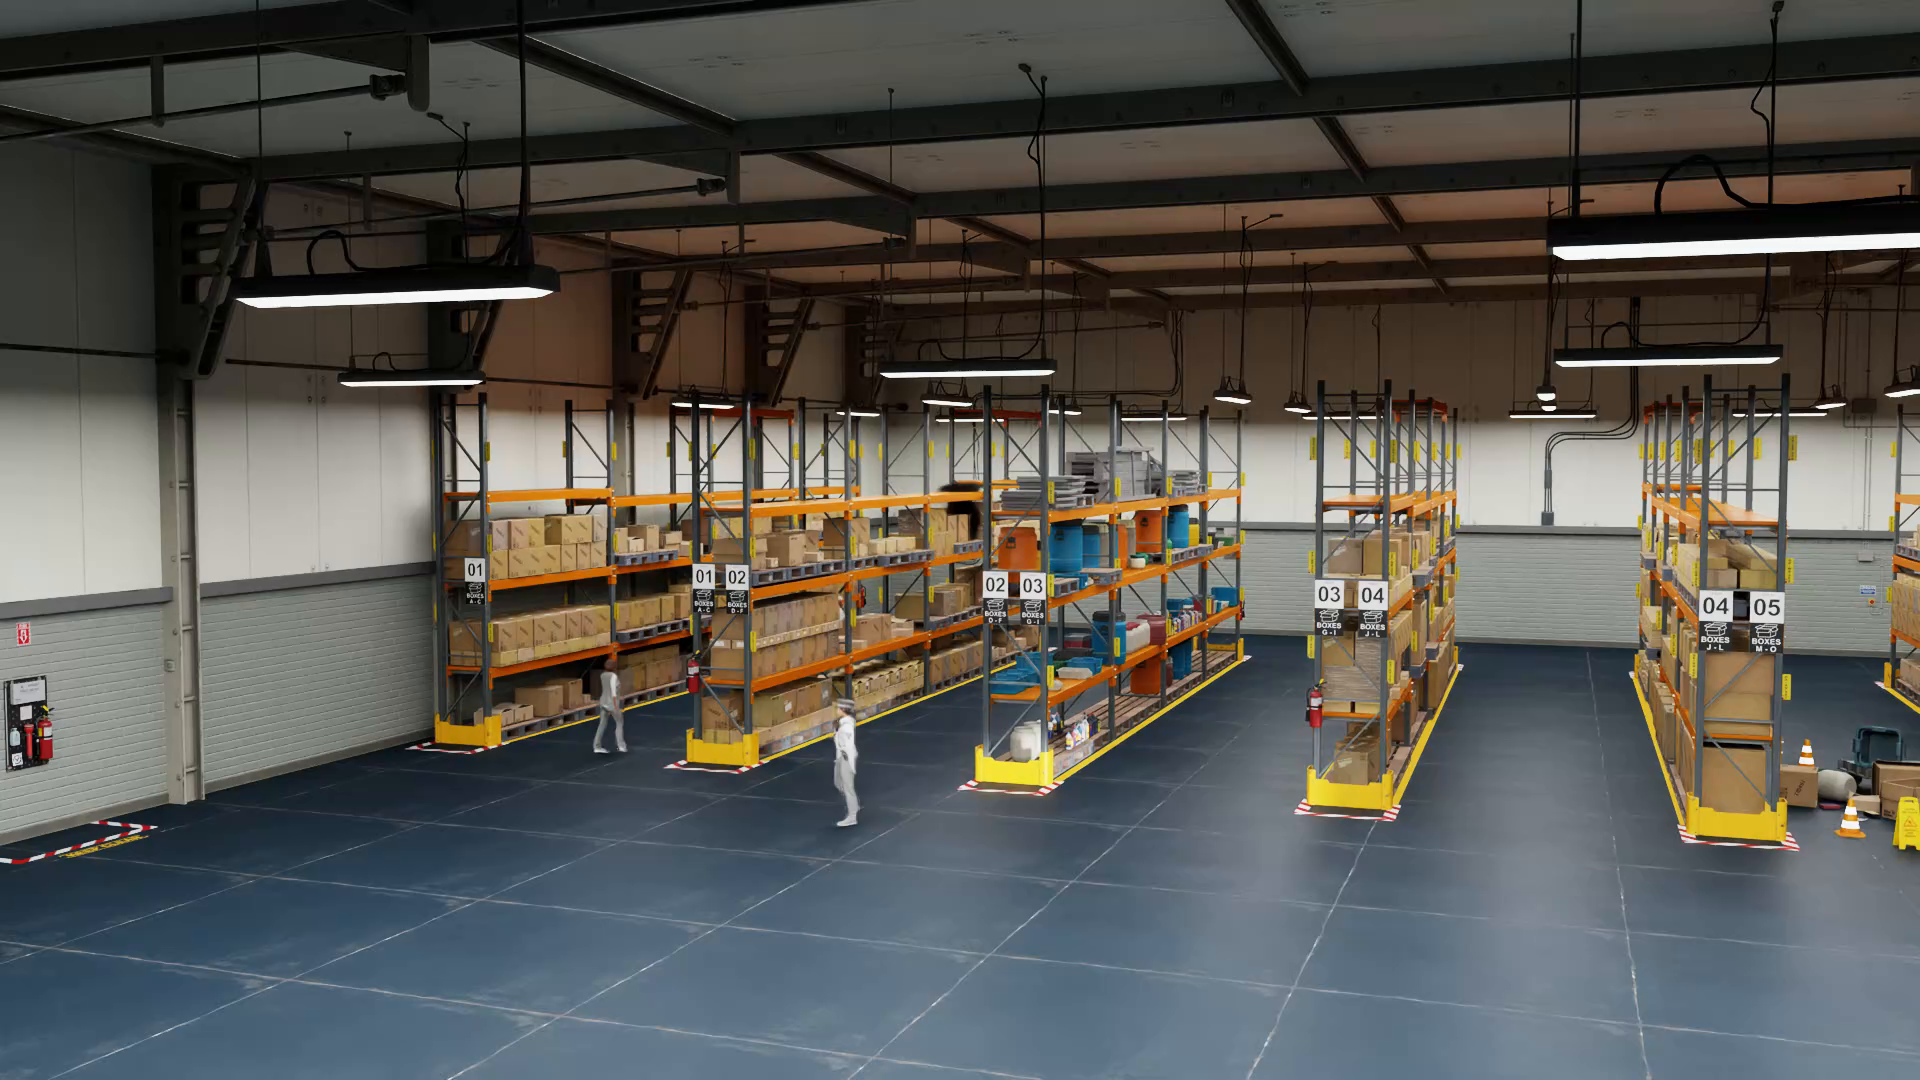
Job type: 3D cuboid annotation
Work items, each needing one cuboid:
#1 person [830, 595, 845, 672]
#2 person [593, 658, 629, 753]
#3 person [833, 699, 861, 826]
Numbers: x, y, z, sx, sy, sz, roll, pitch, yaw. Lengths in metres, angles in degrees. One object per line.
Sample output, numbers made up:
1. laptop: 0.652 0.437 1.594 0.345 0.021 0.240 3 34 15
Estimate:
1. person: -2.656 2.073 35.916 0.378 1.771 0.652 2 3 29
2. person: -5.775 2.780 27.585 0.483 1.636 0.726 2 4 39
3. person: -1.521 2.967 22.332 0.383 1.686 0.541 0 3 -6
